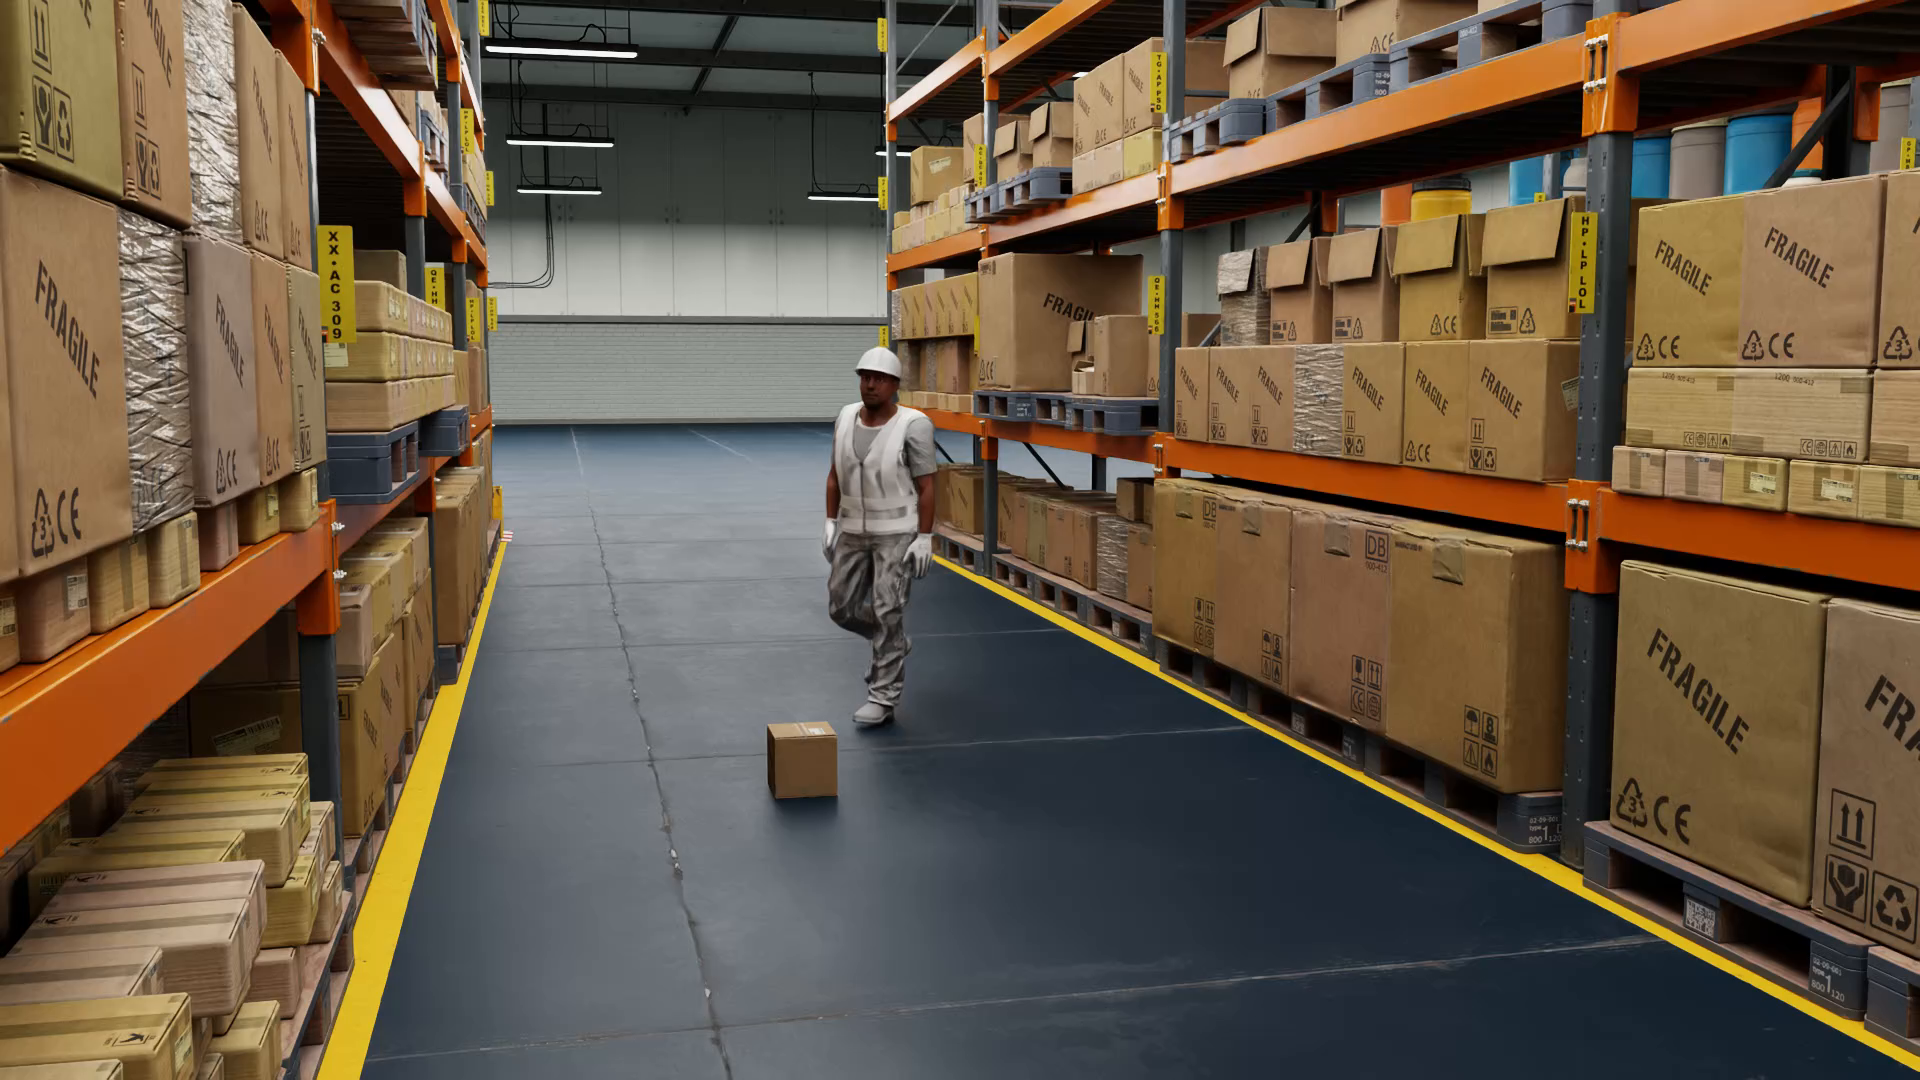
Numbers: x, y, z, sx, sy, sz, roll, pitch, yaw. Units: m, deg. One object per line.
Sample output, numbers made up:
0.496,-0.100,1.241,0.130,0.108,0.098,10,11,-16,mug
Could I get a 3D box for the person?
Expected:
-0.329,-0.034,7.985,0.603,1.765,0.678,3,7,29,person
